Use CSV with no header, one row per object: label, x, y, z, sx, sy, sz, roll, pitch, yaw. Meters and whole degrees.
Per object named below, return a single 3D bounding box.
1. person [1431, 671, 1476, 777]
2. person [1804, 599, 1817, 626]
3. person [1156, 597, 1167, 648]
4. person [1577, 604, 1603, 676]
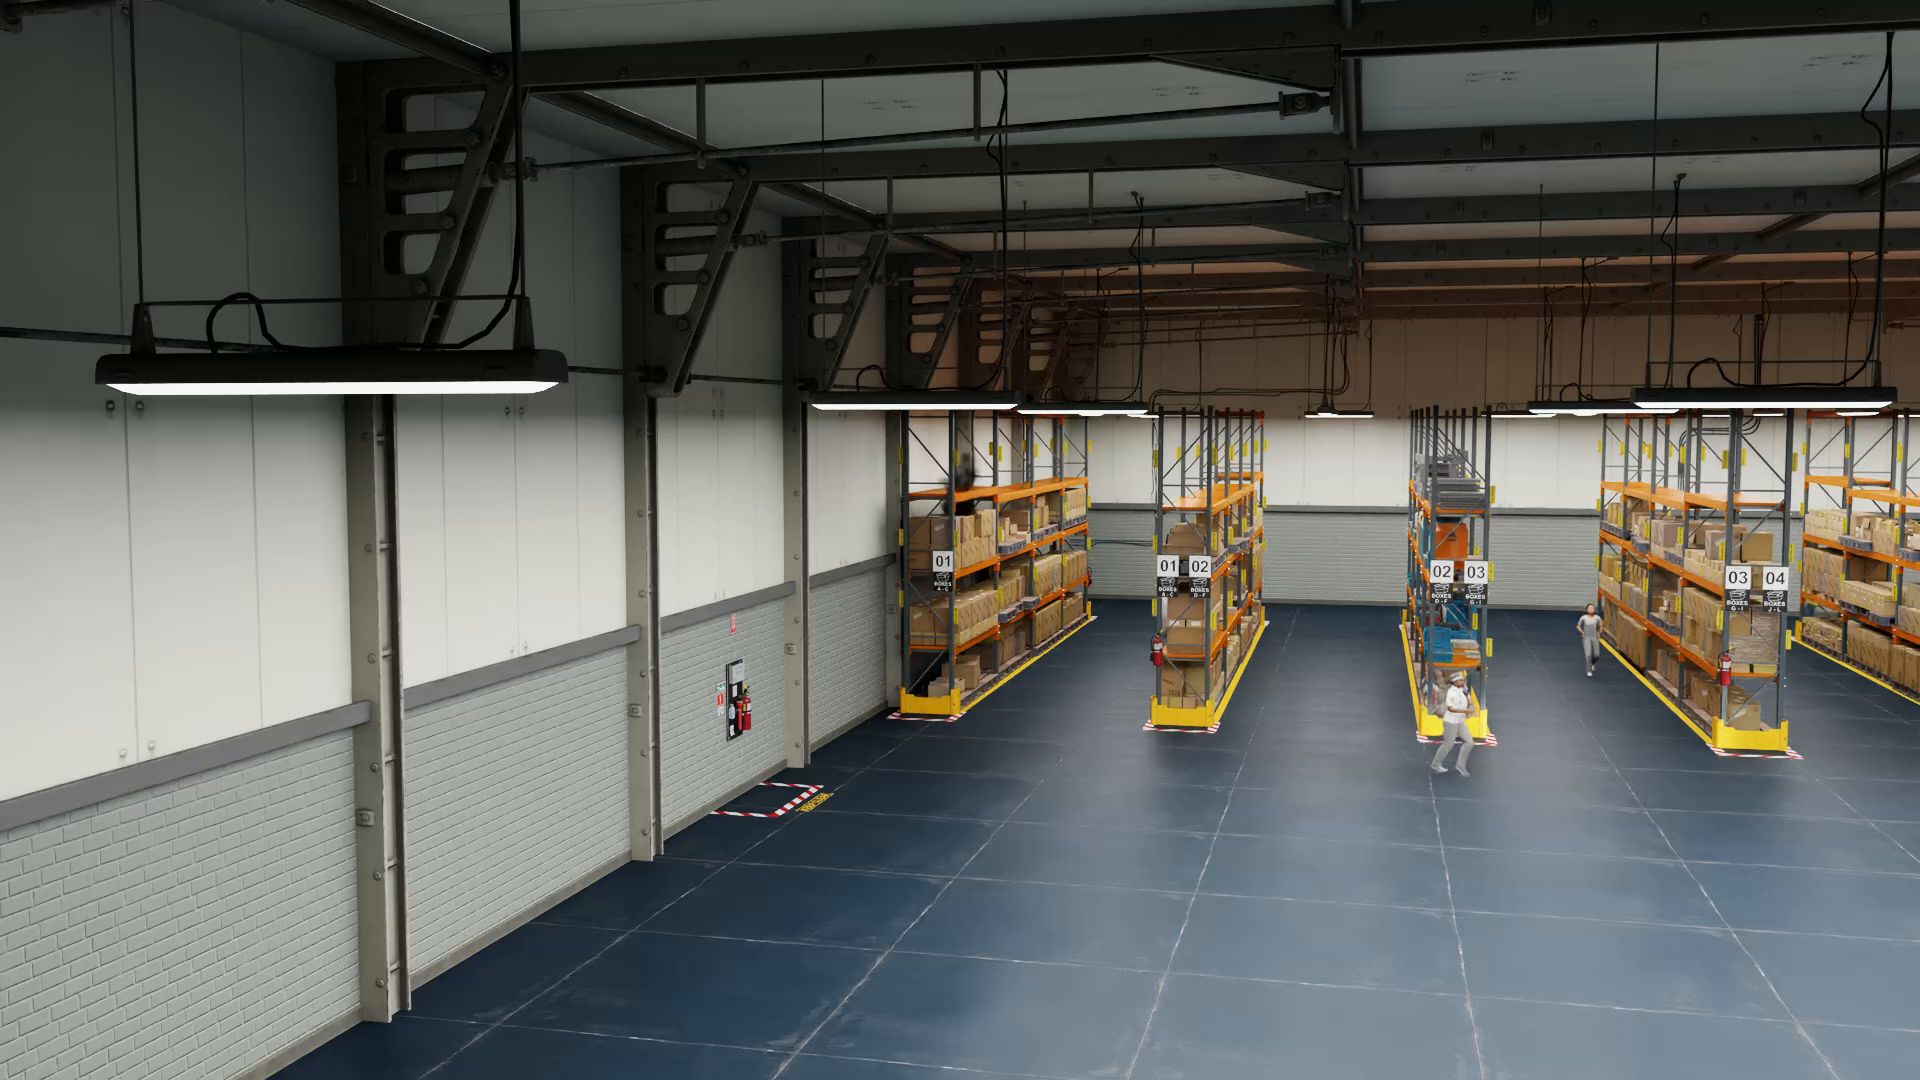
person,7.956,2.966,26.757,0.743,1.743,0.561,4,6,42
person,22.791,1.688,44.596,0.633,1.729,0.815,3,5,37
person,5.117,1.947,41.135,0.608,1.656,0.538,0,4,5
person,14.140,2.233,37.319,0.561,1.620,0.588,1,4,13
